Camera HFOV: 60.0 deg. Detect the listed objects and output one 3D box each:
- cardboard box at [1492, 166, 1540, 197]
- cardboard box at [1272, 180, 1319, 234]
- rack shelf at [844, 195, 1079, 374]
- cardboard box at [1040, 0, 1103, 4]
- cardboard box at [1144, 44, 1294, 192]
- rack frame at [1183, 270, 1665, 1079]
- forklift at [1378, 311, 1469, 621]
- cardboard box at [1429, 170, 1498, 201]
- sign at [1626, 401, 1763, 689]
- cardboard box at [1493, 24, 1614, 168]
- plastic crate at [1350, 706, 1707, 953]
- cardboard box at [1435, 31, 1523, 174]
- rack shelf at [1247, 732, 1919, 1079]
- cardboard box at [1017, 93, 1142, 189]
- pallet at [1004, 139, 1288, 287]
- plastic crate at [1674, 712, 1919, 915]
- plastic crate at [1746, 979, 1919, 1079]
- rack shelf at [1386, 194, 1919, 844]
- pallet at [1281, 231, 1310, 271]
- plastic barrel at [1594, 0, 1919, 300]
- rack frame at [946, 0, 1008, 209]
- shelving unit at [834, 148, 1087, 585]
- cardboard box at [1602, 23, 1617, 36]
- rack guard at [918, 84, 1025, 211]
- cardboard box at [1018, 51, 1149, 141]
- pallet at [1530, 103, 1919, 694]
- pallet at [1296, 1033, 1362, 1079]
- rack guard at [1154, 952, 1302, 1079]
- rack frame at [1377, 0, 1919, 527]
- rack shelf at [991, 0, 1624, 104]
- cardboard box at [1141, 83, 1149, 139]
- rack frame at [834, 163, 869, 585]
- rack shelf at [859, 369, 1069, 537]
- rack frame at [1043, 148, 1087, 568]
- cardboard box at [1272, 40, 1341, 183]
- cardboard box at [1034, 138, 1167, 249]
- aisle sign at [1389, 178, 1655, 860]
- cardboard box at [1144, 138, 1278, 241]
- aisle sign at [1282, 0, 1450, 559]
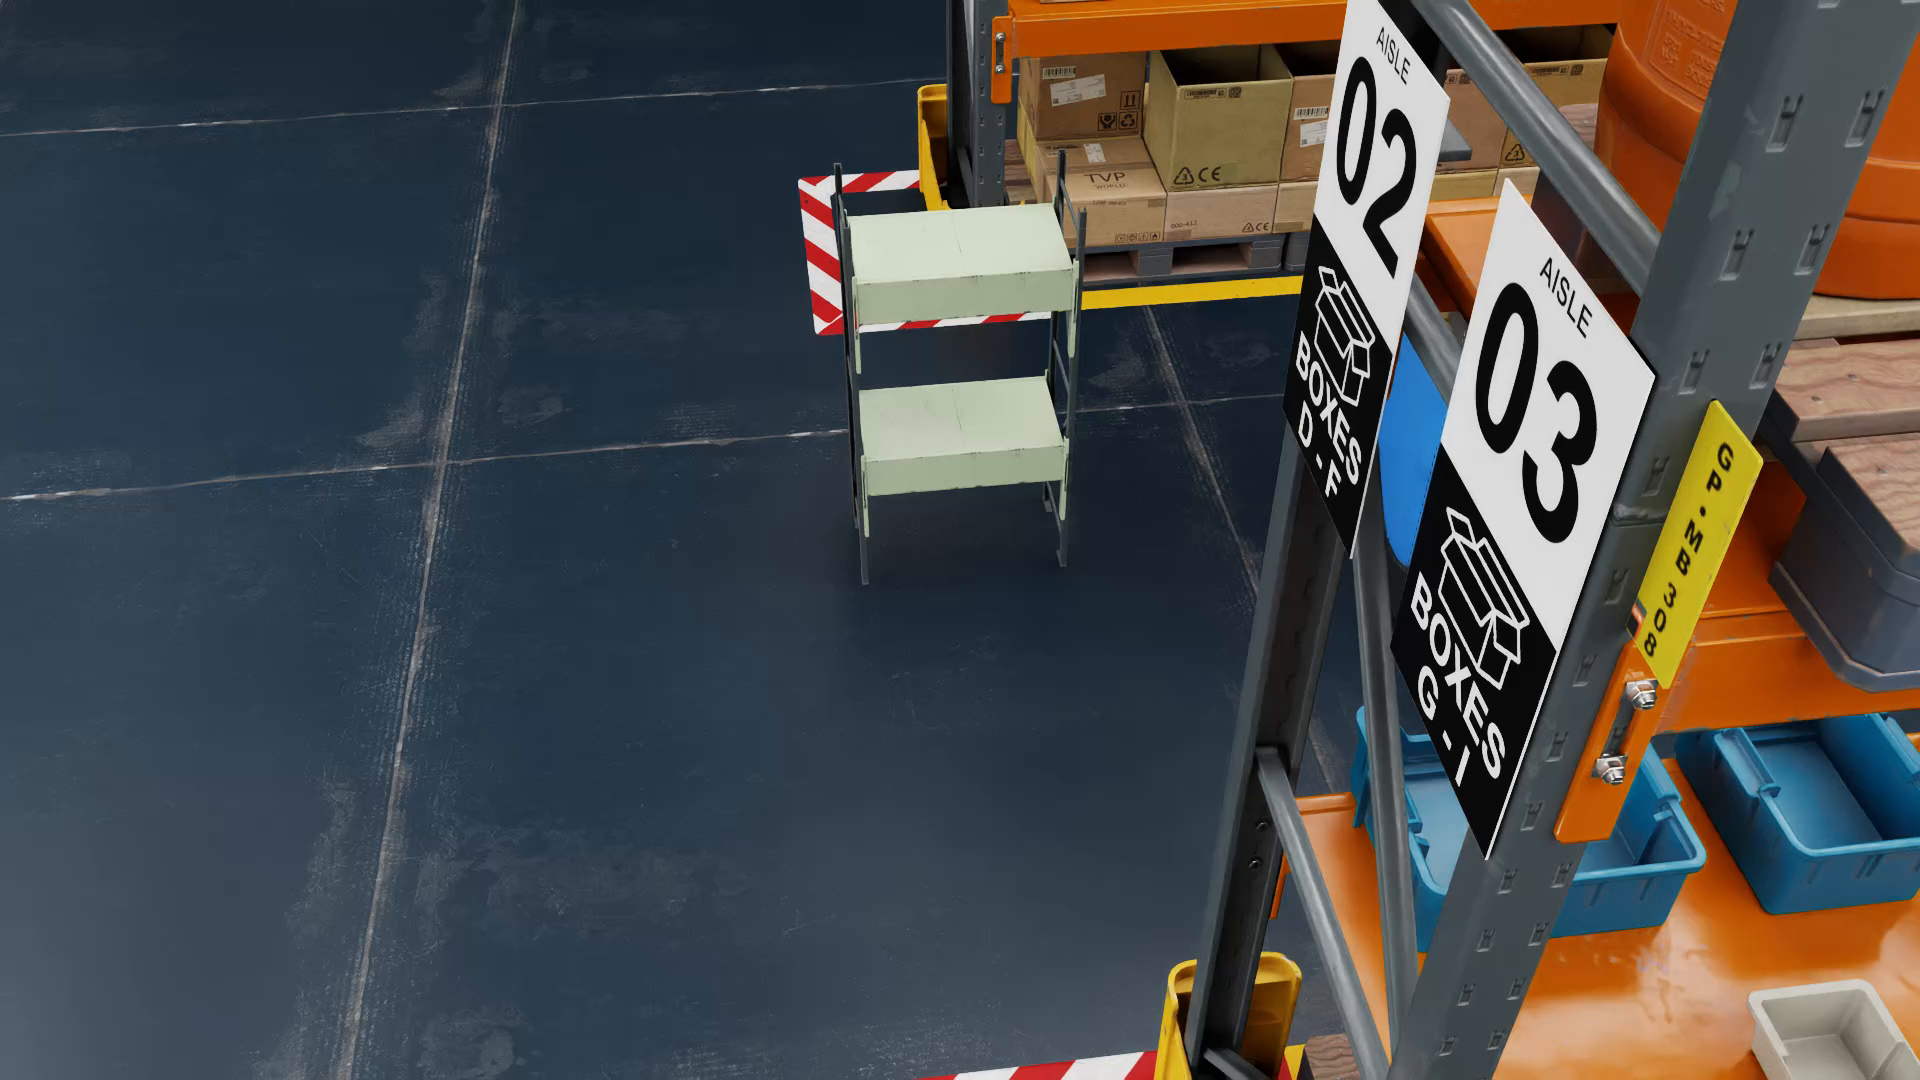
[{"bbox_3d":[2.606,-1.734,7.672,0.500,0.250,0.500,-5,42,-6],"label":"cardboard box"},{"bbox_3d":[1.614,-1.650,7.579,0.500,0.250,0.500,-5,42,-6],"label":"cardboard box"},{"bbox_3d":[-0.007,-0.846,5.486,0.720,0.370,0.431,-5,42,-6],"label":"rack shelf"},{"bbox_3d":[0.527,-2.596,6.814,0.500,0.500,0.700,-5,42,-6],"label":"cardboard box"},{"bbox_3d":[1.119,-1.884,7.279,0.500,0.500,0.500,-5,42,-6],"label":"cardboard box"},{"bbox_3d":[0.701,0.763,3.165,0.127,3.000,1.000,-5,42,-6],"label":"rack frame"},{"bbox_3d":[2.937,-1.203,5.396,3.031,2.935,1.130,-5,42,-6],"label":"forklift"},{"bbox_3d":[2.111,-1.690,7.624,0.500,0.250,0.500,-5,42,-6],"label":"cardboard box"},{"bbox_3d":[0.768,0.011,1.752,0.005,0.325,0.100,-5,42,-6],"label":"sign"},{"bbox_3d":[2.605,-2.021,7.430,0.500,0.500,0.500,-5,42,-6],"label":"cardboard box"},{"bbox_3d":[1.159,0.576,3.483,0.616,0.251,0.499,-5,42,-6],"label":"plastic crate"},{"bbox_3d":[2.111,-1.968,7.372,0.500,0.500,0.500,-5,42,-6],"label":"cardboard box"},{"bbox_3d":[2.684,0.856,3.598,4.000,0.370,1.077,-5,42,-6],"label":"rack shelf"},{"bbox_3d":[0.556,-1.905,7.862,0.500,0.250,0.500,-5,42,-6],"label":"cardboard box"},{"bbox_3d":[0.815,-1.586,7.851,1.213,0.211,1.003,-5,42,-6],"label":"pallet"},{"bbox_3d":[1.803,0.523,3.541,0.408,0.251,0.499,-5,42,-6],"label":"plastic crate"},{"bbox_3d":[1.630,0.997,3.102,0.250,0.136,0.298,-5,42,-6],"label":"plastic crate"},{"bbox_3d":[2.684,-0.258,2.594,4.000,0.370,1.077,-5,42,-6],"label":"rack shelf"},{"bbox_3d":[2.023,-1.690,7.966,1.213,0.211,1.003,-5,42,-6],"label":"pallet"},{"bbox_3d":[1.167,-0.793,2.016,0.708,0.830,0.600,-5,42,-6],"label":"plastic barrel"},{"bbox_3d":[0.063,-2.527,6.812,0.127,3.000,1.000,-5,42,-6],"label":"rack frame"},{"bbox_3d":[-0.007,-0.556,5.747,0.755,1.500,0.431,-5,42,-6],"label":"shelving unit"},{"bbox_3d":[3.100,-2.067,7.481,0.500,0.500,0.500,-5,42,-6],"label":"cardboard box"},{"bbox_3d":[0.039,-1.597,7.647,0.348,0.500,1.175,-5,42,-6],"label":"rack guard"},{"bbox_3d":[0.556,-2.185,7.612,0.500,0.500,0.500,-5,42,-6],"label":"cardboard box"},{"bbox_3d":[1.534,-0.288,2.231,1.213,0.211,1.003,-5,42,-6],"label":"pallet"},{"bbox_3d":[1.577,1.693,4.215,1.213,0.211,1.003,-5,42,-6],"label":"pallet"},{"bbox_3d":[0.770,1.653,4.044,0.348,0.500,1.175,-5,42,-6],"label":"rack guard"},{"bbox_3d":[0.701,-1.465,1.155,0.127,3.000,1.000,-5,42,-6],"label":"rack frame"},{"bbox_3d":[2.046,-2.434,7.246,4.000,0.370,1.077,-5,42,-6],"label":"rack shelf"},{"bbox_3d":[1.050,-1.956,7.919,0.500,0.250,0.500,-5,42,-6],"label":"cardboard box"},{"bbox_3d":[-0.370,-0.525,5.712,0.023,1.500,0.400,-5,42,-6],"label":"rack frame"},{"bbox_3d":[-0.007,-0.314,5.965,0.720,0.370,0.431,-5,42,-6],"label":"rack shelf"},{"bbox_3d":[0.356,-0.588,5.782,0.023,1.500,0.400,-5,42,-6],"label":"rack frame"},{"bbox_3d":[1.613,-1.936,7.336,0.500,0.500,0.500,-5,42,-6],"label":"cardboard box"},{"bbox_3d":[0.623,-1.561,7.480,0.500,0.250,0.500,-5,42,-6],"label":"cardboard box"},{"bbox_3d":[0.668,-0.002,2.071,0.004,0.787,0.394,-5,42,-6],"label":"aisle sign"},{"bbox_3d":[1.119,-1.607,7.531,0.500,0.250,0.500,-5,42,-6],"label":"cardboard box"},{"bbox_3d":[0.591,-0.394,2.506,0.004,0.787,0.394,-5,42,-6],"label":"aisle sign"}]
